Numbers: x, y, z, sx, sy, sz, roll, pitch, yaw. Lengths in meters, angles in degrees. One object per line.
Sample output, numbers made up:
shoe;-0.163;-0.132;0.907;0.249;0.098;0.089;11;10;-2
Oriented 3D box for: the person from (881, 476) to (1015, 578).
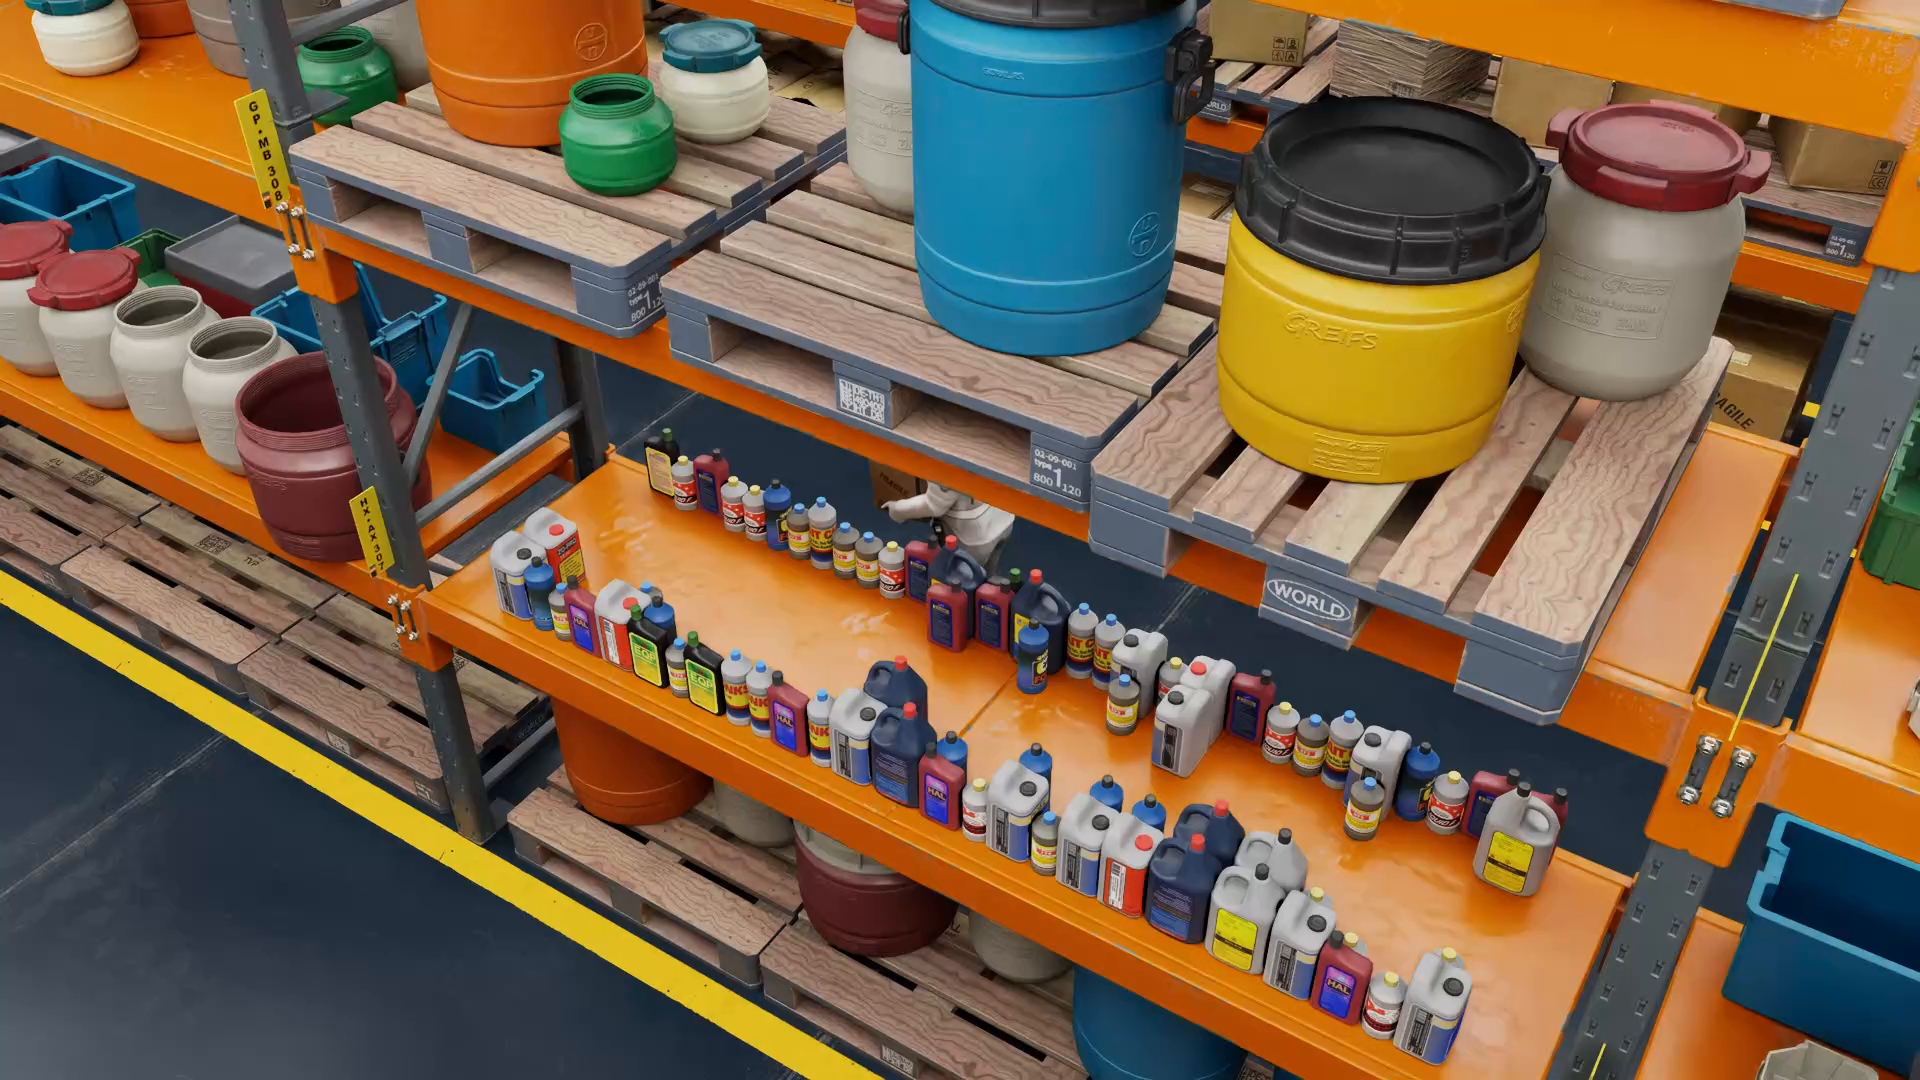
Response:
person;-0.014;-0.063;6.740;0.554;1.686;0.459;22;43;25
